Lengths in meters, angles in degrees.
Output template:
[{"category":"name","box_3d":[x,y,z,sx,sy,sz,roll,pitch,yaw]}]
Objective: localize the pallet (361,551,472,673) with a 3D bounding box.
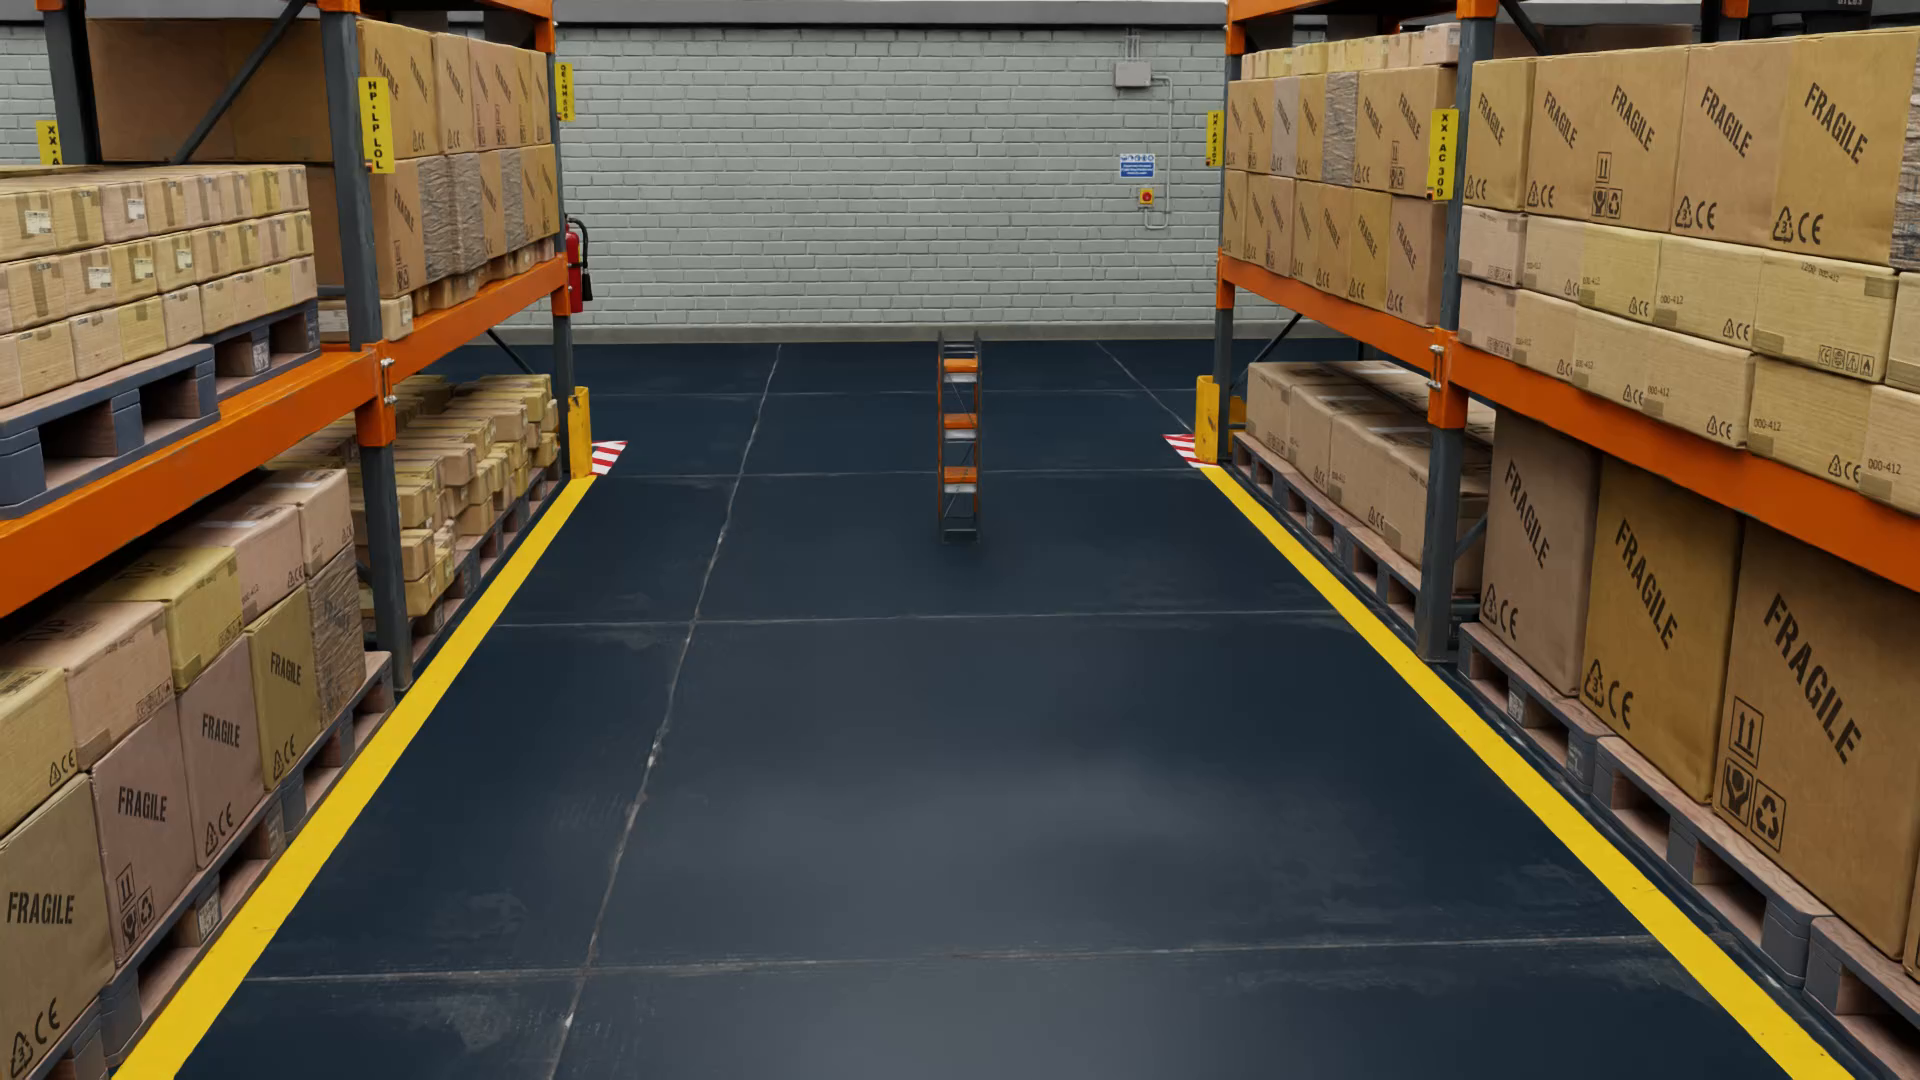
[{"category":"pallet","box_3d":[-2.670,0.306,6.914,1.003,0.211,1.213,-1,14,-3]}]

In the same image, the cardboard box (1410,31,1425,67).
[{"category":"cardboard box","box_3d":[2.091,-2.028,6.878,0.380,0.149,0.250,-1,14,-3]}]

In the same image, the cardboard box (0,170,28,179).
[{"category":"cardboard box","box_3d":[-2.991,-1.010,4.899,0.380,0.149,0.250,-1,14,-3]}]

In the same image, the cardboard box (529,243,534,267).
[{"category":"cardboard box","box_3d":[-2.530,-1.550,9.035,0.380,0.149,0.250,-1,14,-4]}]

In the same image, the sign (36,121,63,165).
[{"category":"sign","box_3d":[-3.134,-1.287,5.772,0.100,0.325,0.005,-1,14,-3]}]

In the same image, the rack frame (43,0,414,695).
[{"category":"rack frame","box_3d":[-2.593,-0.878,5.920,1.000,3.000,0.127,-1,14,-3]}]

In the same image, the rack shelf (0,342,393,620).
[{"category":"rack shelf","box_3d":[-2.469,-0.032,4.076,1.077,0.370,4.000,-1,14,-3]}]

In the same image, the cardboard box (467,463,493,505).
[{"category":"cardboard box","box_3d":[-2.412,-0.261,7.804,0.380,0.149,0.250,-1,14,-4]}]

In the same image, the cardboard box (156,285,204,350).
[{"category":"cardboard box","box_3d":[-2.302,-0.606,4.524,0.380,0.149,0.250,-2,15,-6]}]

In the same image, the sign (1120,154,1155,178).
[{"category":"sign","box_3d":[1.669,-3.522,15.652,0.327,0.218,0.001,-1,14,-3]}]

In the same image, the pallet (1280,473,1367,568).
[{"category":"pallet","box_3d":[2.294,-0.124,8.584,1.003,0.211,1.213,-1,14,-3]}]

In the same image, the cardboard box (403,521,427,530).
[{"category":"cardboard box","box_3d":[-2.401,-0.002,6.794,0.380,0.149,0.250,-1,14,-3]}]

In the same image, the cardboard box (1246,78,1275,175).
[{"category":"cardboard box","box_3d":[1.878,-2.255,9.064,0.500,0.500,0.500,-1,14,-5]}]

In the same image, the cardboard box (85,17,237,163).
[{"category":"cardboard box","box_3d":[-2.892,-1.668,6.184,0.500,0.500,0.500,-1,14,-5]}]

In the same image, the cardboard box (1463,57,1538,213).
[{"category":"cardboard box","box_3d":[2.082,-1.399,5.735,0.500,0.500,0.500,-1,14,-3]}]

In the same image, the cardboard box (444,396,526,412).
[{"category":"cardboard box","box_3d":[-2.501,-0.665,8.775,0.380,0.149,0.250,-1,15,-6]}]

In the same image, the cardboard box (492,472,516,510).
[{"category":"cardboard box","box_3d":[-2.449,-0.247,8.344,0.380,0.149,0.250,-1,14,-2]}]

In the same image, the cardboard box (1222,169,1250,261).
[{"category":"cardboard box","box_3d":[1.837,-1.899,9.687,0.500,0.500,0.500,-1,14,-4]}]

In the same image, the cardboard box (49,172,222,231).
[{"category":"cardboard box","box_3d":[-2.325,-0.955,4.685,0.380,0.149,0.250,-1,14,-4]}]

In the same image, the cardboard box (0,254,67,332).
[{"category":"cardboard box","box_3d":[-2.256,-0.553,3.719,0.380,0.149,0.250,-1,14,-4]}]

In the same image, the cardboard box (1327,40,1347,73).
[{"category":"cardboard box","box_3d":[1.958,-2.278,7.851,0.380,0.149,0.250,-1,14,-3]}]

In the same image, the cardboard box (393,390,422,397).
[{"category":"cardboard box","box_3d":[-3.123,-0.717,8.978,0.380,0.149,0.250,-1,14,-4]}]

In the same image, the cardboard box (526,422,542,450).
[{"category":"cardboard box","box_3d":[-2.489,-0.584,9.057,0.380,0.149,0.250,-1,15,-6]}]

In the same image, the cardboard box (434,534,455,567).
[{"category":"cardboard box","box_3d":[-2.379,0.076,7.088,0.380,0.149,0.250,-1,14,-4]}]

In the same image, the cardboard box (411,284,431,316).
[{"category":"cardboard box","box_3d":[-2.454,-1.028,7.007,0.380,0.149,0.250,-2,15,-6]}]

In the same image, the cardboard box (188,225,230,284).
[{"category":"cardboard box","box_3d":[-2.320,-0.813,4.730,0.380,0.149,0.250,-1,14,-5]}]

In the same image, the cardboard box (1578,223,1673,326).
[{"category":"cardboard box","box_3d":[2.152,-0.780,4.837,0.500,0.250,0.500,-1,14,-3]}]

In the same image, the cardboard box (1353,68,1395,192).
[{"category":"cardboard box","box_3d":[2.013,-1.752,7.108,0.500,0.500,0.500,-1,14,-4]}]

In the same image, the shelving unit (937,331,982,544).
[{"category":"shelving unit","box_3d":[-0.003,-0.522,8.447,0.215,1.050,0.252,-1,14,-3]}]

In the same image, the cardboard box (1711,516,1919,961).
[{"category":"cardboard box","box_3d":[2.578,0.446,4.195,0.875,0.875,0.875,-1,14,-3]}]

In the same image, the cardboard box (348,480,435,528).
[{"category":"cardboard box","box_3d":[-2.365,-0.147,6.764,0.380,0.149,0.250,0,14,-1]}]

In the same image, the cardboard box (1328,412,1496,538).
[{"category":"cardboard box","box_3d":[2.353,-0.323,8.060,0.875,0.438,0.875,-1,14,-5]}]

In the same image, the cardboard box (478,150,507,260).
[{"category":"cardboard box","box_3d":[-2.468,-1.579,7.847,0.500,0.500,0.500,0,14,-1]}]

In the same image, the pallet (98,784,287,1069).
[{"category":"pallet","box_3d":[-2.465,0.970,4.333,1.003,0.211,1.213,-1,14,-3]}]

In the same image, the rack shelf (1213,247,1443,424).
[{"category":"rack shelf","box_3d":[2.217,-1.129,8.337,1.077,0.370,4.000,-1,14,-3]}]

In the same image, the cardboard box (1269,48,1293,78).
[{"category":"cardboard box","box_3d":[1.862,-2.533,8.843,0.380,0.149,0.250,-1,14,-5]}]

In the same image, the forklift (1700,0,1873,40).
[{"category":"forklift","box_3d":[5.287,-1.923,10.118,3.031,2.935,1.130,-5,15,-20]}]

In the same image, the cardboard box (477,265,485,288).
[{"category":"cardboard box","box_3d":[-2.514,-1.287,8.013,0.380,0.149,0.250,-1,14,-2]}]

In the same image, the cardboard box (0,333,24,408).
[{"category":"cardboard box","box_3d":[-2.242,-0.347,3.515,0.380,0.149,0.250,0,14,-2]}]

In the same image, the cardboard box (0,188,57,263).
[{"category":"cardboard box","box_3d":[-2.263,-0.698,3.687,0.380,0.149,0.250,0,14,-2]}]

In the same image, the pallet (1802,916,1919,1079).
[{"category":"pallet","box_3d":[2.615,1.168,3.562,1.003,0.211,1.213,-1,14,-3]}]

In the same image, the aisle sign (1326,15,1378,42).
[{"category":"aisle sign","box_3d":[2.398,-3.256,9.945,0.394,0.787,0.004,-1,14,-3]}]

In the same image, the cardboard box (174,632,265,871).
[{"category":"cardboard box","box_3d":[-2.237,0.564,4.487,0.500,0.500,0.500,-1,14,-5]}]

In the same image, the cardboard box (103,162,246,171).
[{"category":"cardboard box","box_3d":[-2.905,-1.187,6.321,0.500,0.500,0.500,-1,14,-3]}]

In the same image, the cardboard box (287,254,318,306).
[{"category":"cardboard box","box_3d":[-2.371,-0.864,5.527,0.380,0.149,0.250,-1,14,-5]}]

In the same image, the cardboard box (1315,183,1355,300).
[{"category":"cardboard box","box_3d":[1.974,-1.392,7.717,0.500,0.500,0.500,-1,14,-4]}]

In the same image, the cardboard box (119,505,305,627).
[{"category":"cardboard box","box_3d":[-2.276,0.075,4.883,0.500,0.250,0.500,0,14,-1]}]

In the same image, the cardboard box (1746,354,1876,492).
[{"category":"cardboard box","box_3d":[2.236,-0.286,3.921,0.500,0.250,0.500,-1,14,-4]}]

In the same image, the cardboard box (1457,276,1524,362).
[{"category":"cardboard box","box_3d":[2.105,-0.794,5.892,0.500,0.250,0.500,-1,14,-5]}]

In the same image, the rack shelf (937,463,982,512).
[{"category":"rack shelf","box_3d":[-0.003,-0.242,8.519,0.215,0.259,0.240,-1,14,-3]}]

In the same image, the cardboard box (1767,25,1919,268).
[{"category":"cardboard box","box_3d":[2.232,-0.893,3.771,0.500,0.500,0.500,-1,14,-3]}]

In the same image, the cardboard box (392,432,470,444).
[{"category":"cardboard box","box_3d":[-2.503,-0.405,7.765,0.380,0.149,0.250,-1,15,-6]}]

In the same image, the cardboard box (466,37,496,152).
[{"category":"cardboard box","box_3d":[-2.456,-2.053,7.682,0.500,0.500,0.500,-1,14,-5]}]

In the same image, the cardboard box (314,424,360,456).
[{"category":"cardboard box","box_3d":[-2.935,-0.460,7.980,0.380,0.149,0.250,-1,14,-3]}]
